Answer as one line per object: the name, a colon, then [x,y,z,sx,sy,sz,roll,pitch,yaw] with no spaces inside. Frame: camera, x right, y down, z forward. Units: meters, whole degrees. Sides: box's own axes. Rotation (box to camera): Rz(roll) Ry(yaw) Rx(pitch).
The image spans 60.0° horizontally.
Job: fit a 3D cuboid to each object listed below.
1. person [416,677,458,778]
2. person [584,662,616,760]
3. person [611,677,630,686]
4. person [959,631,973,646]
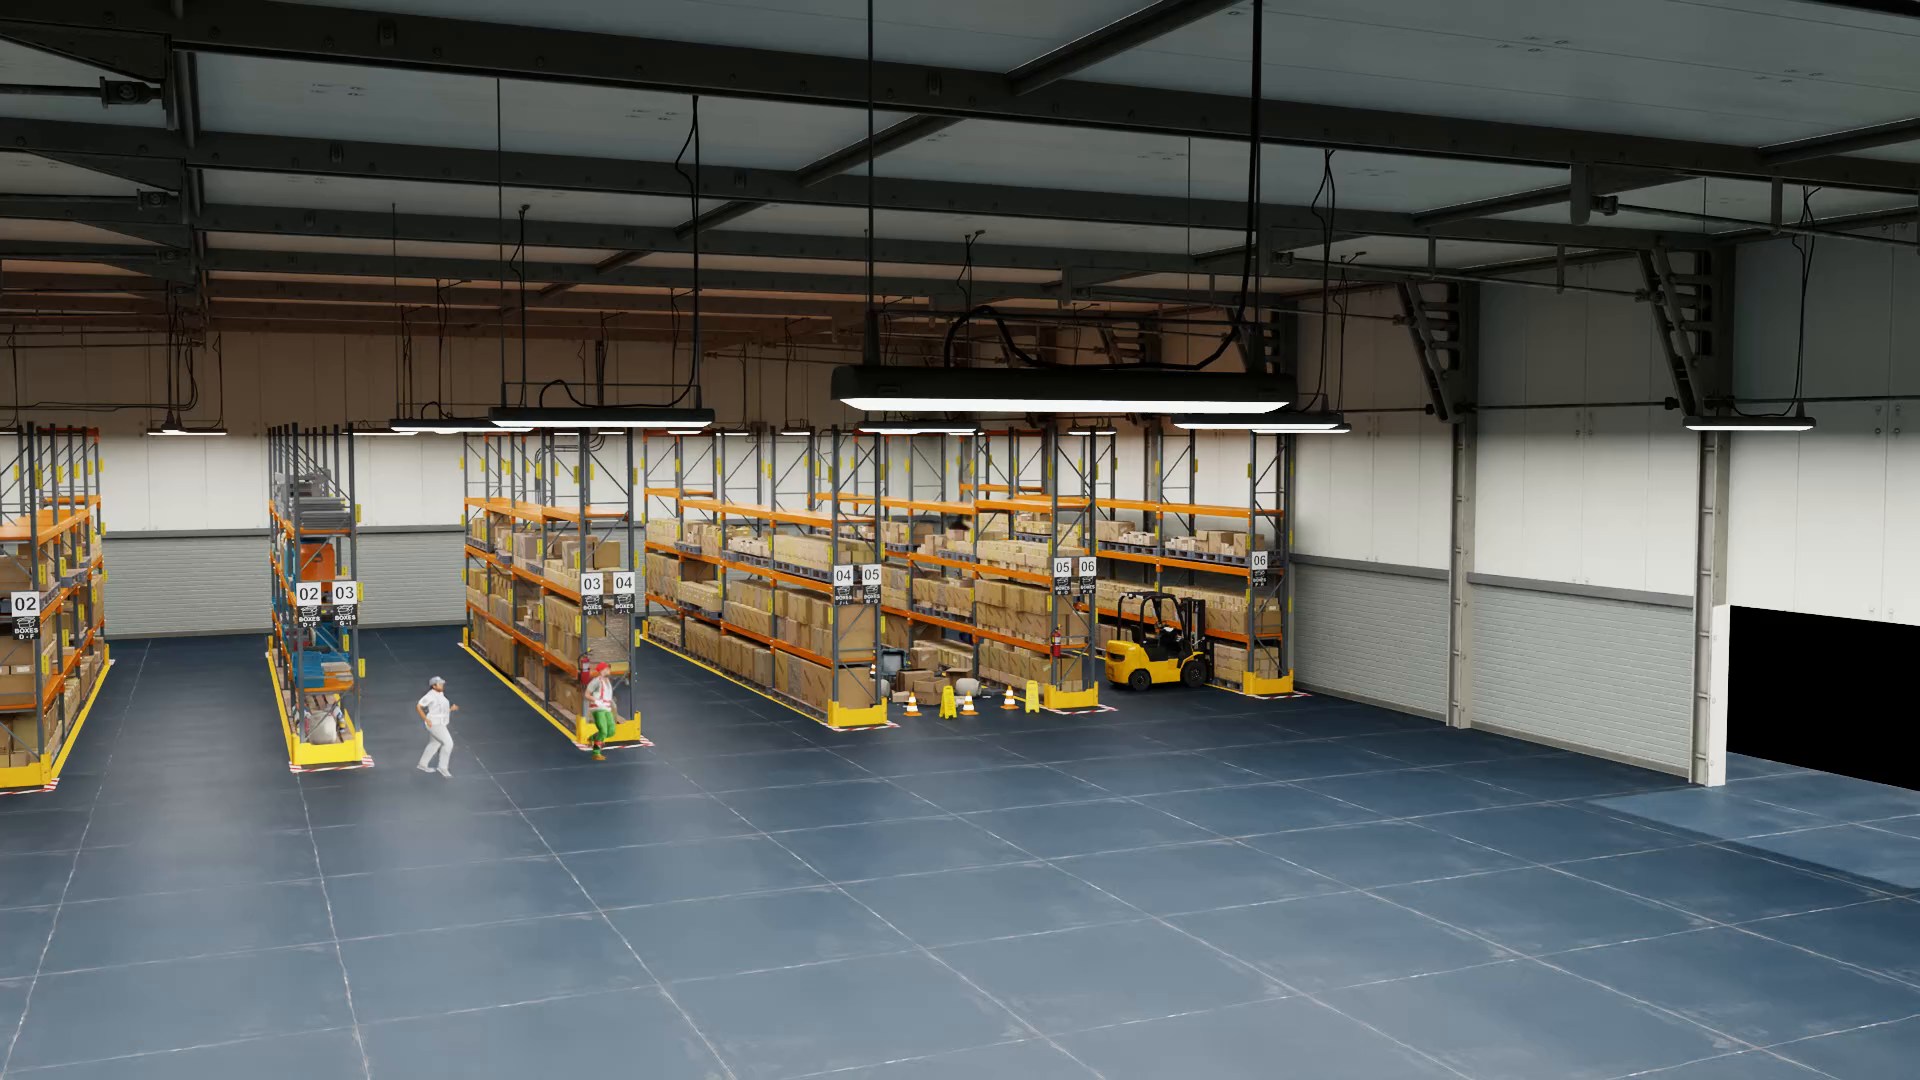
person: [-8.859,3.178,28.177,0.726,1.729,0.575,0,3,-2]
person: [-6.473,3.051,29.897,0.580,1.705,0.667,2,4,25]
person: [-7.928,2.463,38.863,0.720,1.811,0.841,-2,4,-28]
person: [0.183,2.188,44.799,0.626,1.631,0.637,-1,4,-23]
